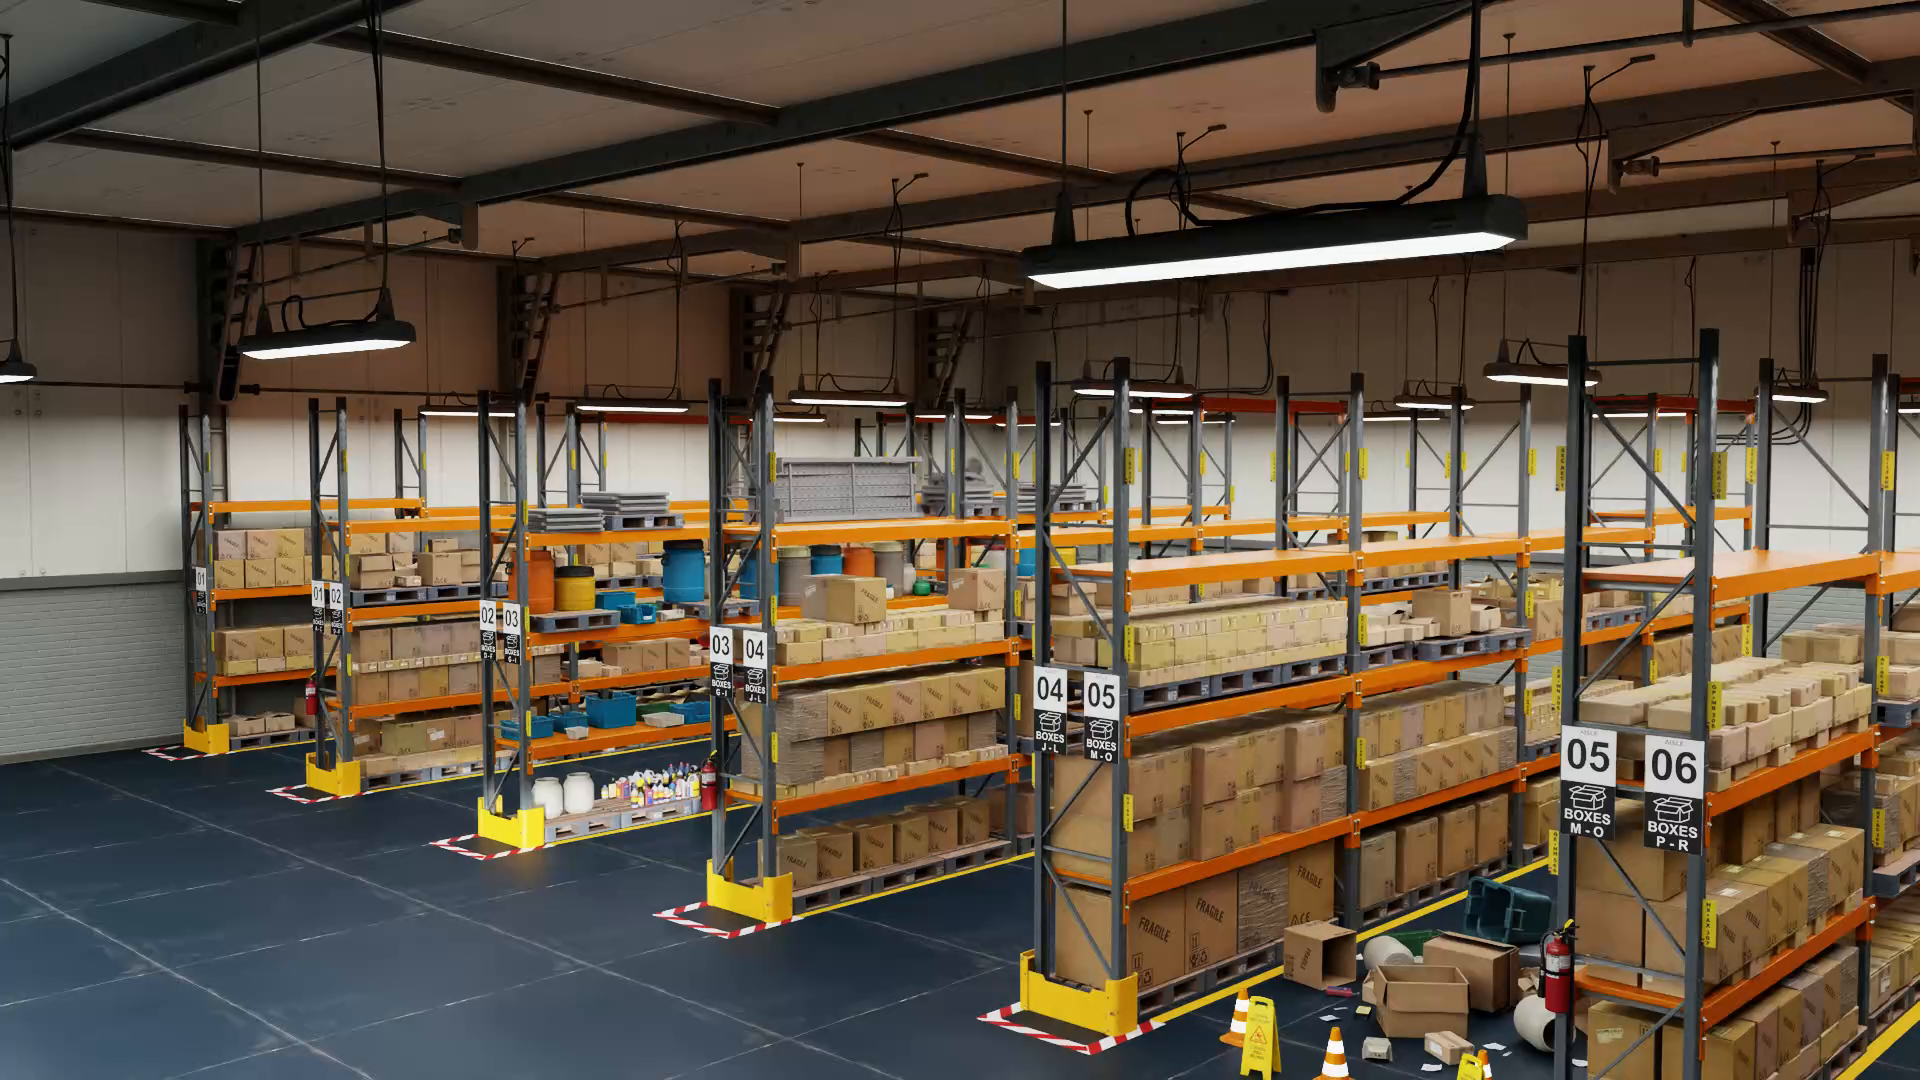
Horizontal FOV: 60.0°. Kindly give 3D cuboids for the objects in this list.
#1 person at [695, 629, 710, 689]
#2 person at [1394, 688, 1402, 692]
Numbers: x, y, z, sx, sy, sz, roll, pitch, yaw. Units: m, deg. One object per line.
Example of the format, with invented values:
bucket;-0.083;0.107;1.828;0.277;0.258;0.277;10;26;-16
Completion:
person;-5.125;2.574;33.690;0.702;1.686;0.704;2;4;37
person;6.329;3.029;23.791;0.622;1.836;1.009;2;4;37
